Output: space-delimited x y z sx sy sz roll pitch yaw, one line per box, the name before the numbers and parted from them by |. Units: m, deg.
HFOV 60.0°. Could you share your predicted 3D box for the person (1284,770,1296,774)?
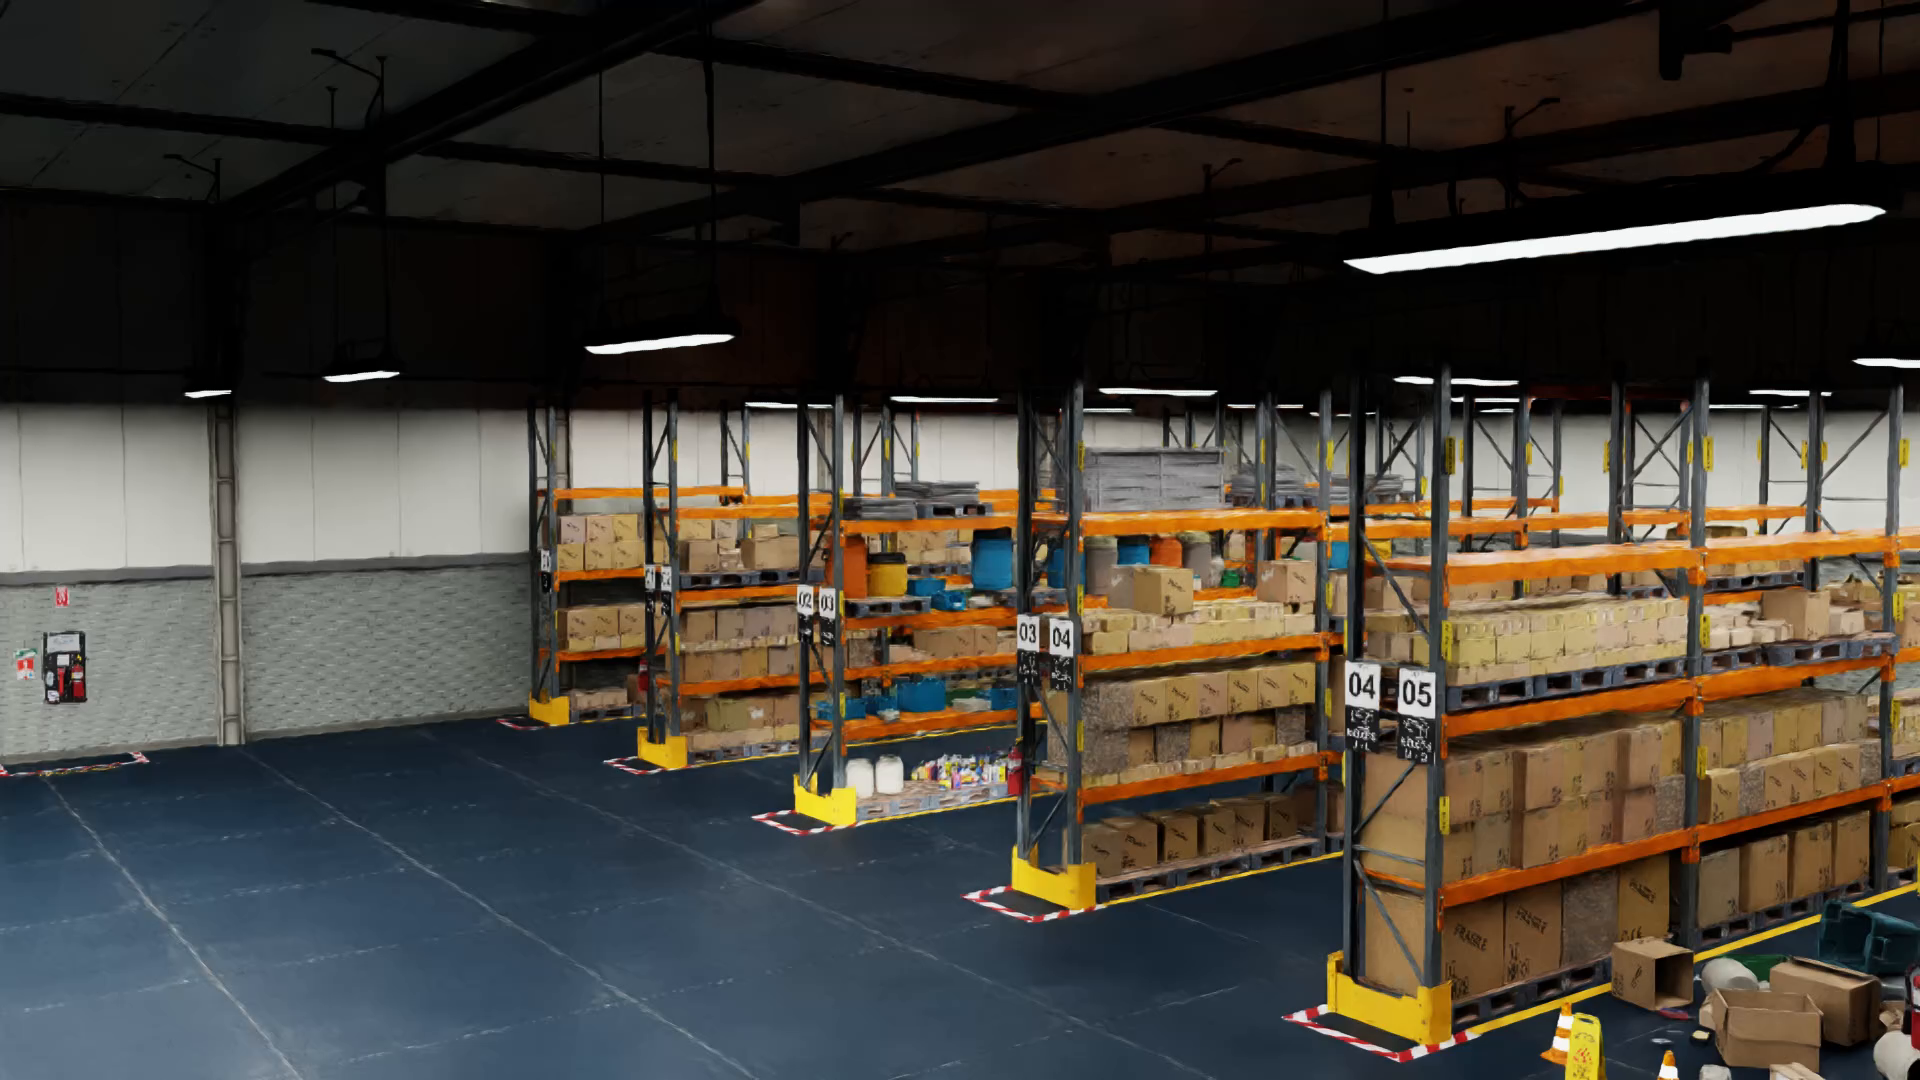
person | 5.233 2.817 26.043 0.999 1.590 0.490 -3 5 -44
